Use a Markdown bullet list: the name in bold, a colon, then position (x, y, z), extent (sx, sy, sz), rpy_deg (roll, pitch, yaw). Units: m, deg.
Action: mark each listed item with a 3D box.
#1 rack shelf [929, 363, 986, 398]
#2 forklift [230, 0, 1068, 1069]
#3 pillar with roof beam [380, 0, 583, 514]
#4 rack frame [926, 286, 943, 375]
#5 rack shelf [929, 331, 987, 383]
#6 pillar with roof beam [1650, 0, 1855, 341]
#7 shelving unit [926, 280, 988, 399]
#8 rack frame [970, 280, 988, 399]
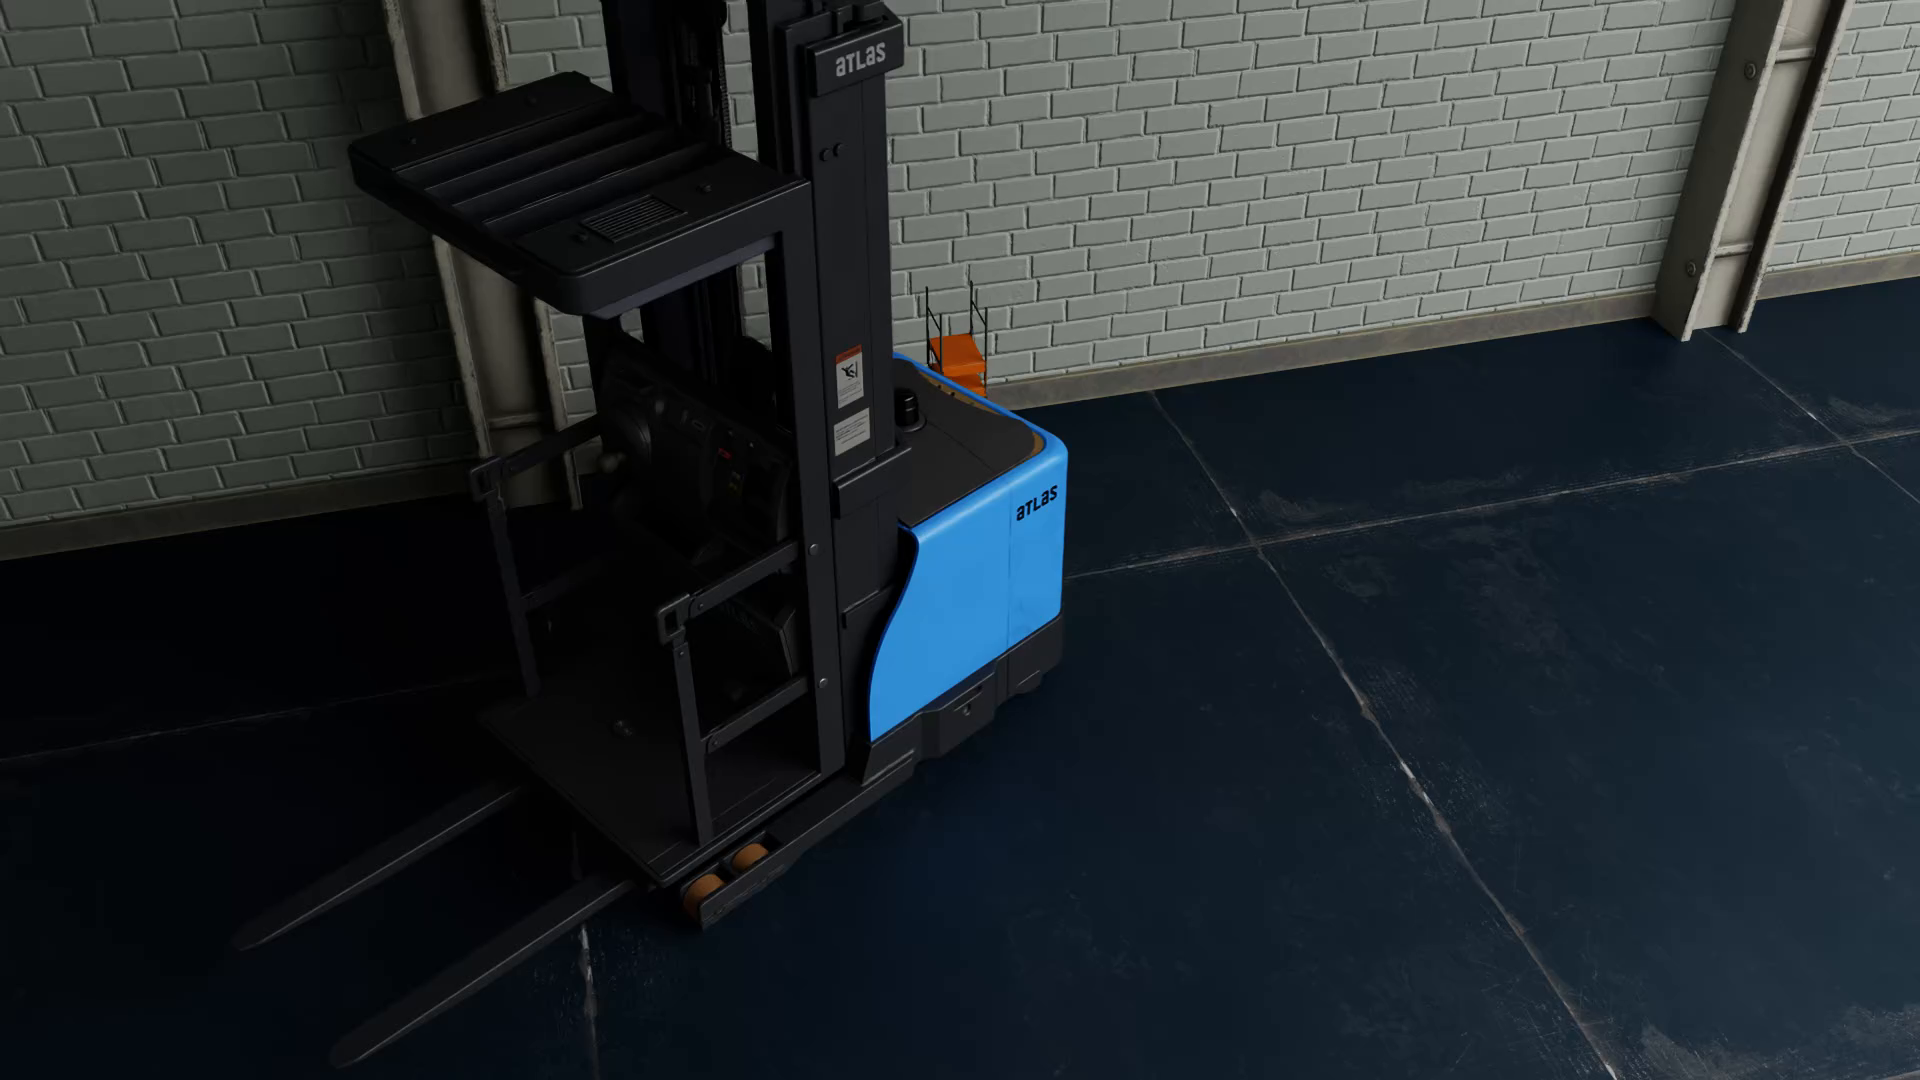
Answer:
- **rack shelf**: position (-0.014, -0.630, 6.764), extent (0.180, 0.103, 0.258), rpy_deg (-9, 38, -12)
- **forklift**: position (-0.994, -0.234, 5.143), extent (1.130, 2.935, 3.031), rpy_deg (31, 47, 34)
- **pillar with roof beam**: position (-0.796, -1.246, 1.473), extent (0.400, 9.000, 9.100), rpy_deg (-9, 38, -12)
- **rack frame**: position (-0.102, -0.460, 6.864), extent (0.006, 1.200, 0.240), rpy_deg (-9, 38, -12)
- **rack shelf**: position (-0.014, -0.725, 6.691), extent (0.180, 0.103, 0.258), rpy_deg (-9, 38, -12)
- **pillar with roof beam**: position (4.997, -2.197, 2.715), extent (0.400, 9.000, 9.100), rpy_deg (-9, 38, -12)
- **shelving unit**: position (-0.014, -0.474, 6.882), extent (0.189, 1.200, 0.258), rpy_deg (-9, 38, -12)
- **rack frame**: position (0.074, -0.489, 6.901), extent (0.006, 1.200, 0.240), rpy_deg (-9, 38, -12)
